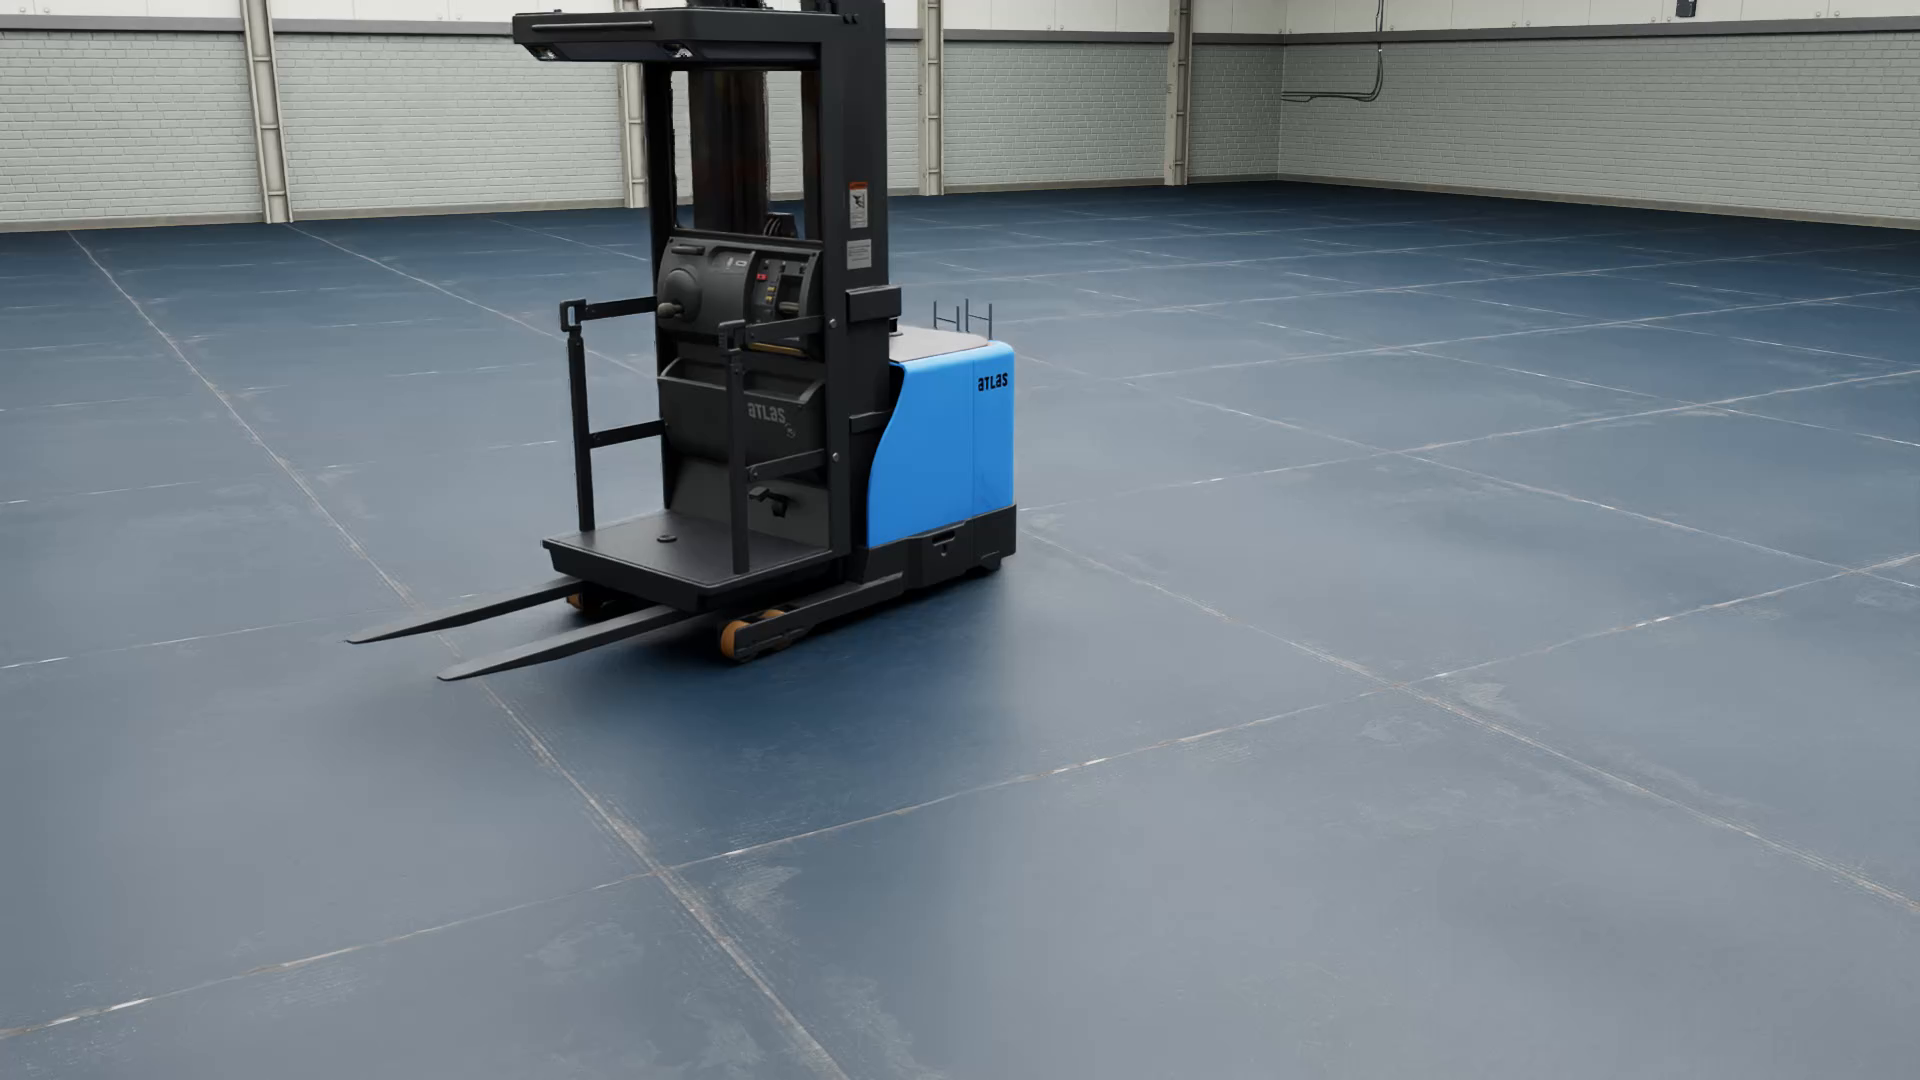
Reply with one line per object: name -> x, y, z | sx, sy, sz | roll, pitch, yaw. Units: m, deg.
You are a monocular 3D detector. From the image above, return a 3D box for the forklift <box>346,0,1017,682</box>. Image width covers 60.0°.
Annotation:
forklift -> -1.072, -1.074, 6.810 | 1.130, 2.935, 3.031 | 13, 20, 39

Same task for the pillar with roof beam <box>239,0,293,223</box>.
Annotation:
pillar with roof beam -> -8.630, -8.399, 21.701 | 0.400, 9.000, 9.100 | -9, 18, -30

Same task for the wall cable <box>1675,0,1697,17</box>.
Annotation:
wall cable -> 12.664, -11.440, 26.247 | 0.169, 6.003, 2.305 | -9, 18, -30

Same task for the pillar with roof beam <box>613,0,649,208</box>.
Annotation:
pillar with roof beam -> -3.487, -9.233, 24.676 | 0.400, 9.000, 9.100 | -9, 18, -30

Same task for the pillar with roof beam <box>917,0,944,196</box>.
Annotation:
pillar with roof beam -> 1.656, -10.067, 27.651 | 0.400, 9.000, 9.100 | -9, 18, -30

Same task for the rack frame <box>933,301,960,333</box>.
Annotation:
rack frame -> -0.066, -0.567, 8.210 | 0.006, 1.200, 0.240 | -9, 18, -30

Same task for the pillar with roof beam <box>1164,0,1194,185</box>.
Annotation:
pillar with roof beam -> 6.799, -10.901, 30.627 | 0.400, 9.000, 9.100 | -9, 18, -30

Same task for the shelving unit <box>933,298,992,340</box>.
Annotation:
shelving unit -> 0.012, -0.580, 8.255 | 0.189, 1.200, 0.258 | -9, 18, -30

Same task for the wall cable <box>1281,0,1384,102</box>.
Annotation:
wall cable -> 7.789, -10.506, 34.969 | 0.112, 2.526, 3.097 | -9, 18, -30

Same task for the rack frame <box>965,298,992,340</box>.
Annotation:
rack frame -> 0.091, -0.592, 8.300 | 0.006, 1.200, 0.240 | -9, 18, -30
